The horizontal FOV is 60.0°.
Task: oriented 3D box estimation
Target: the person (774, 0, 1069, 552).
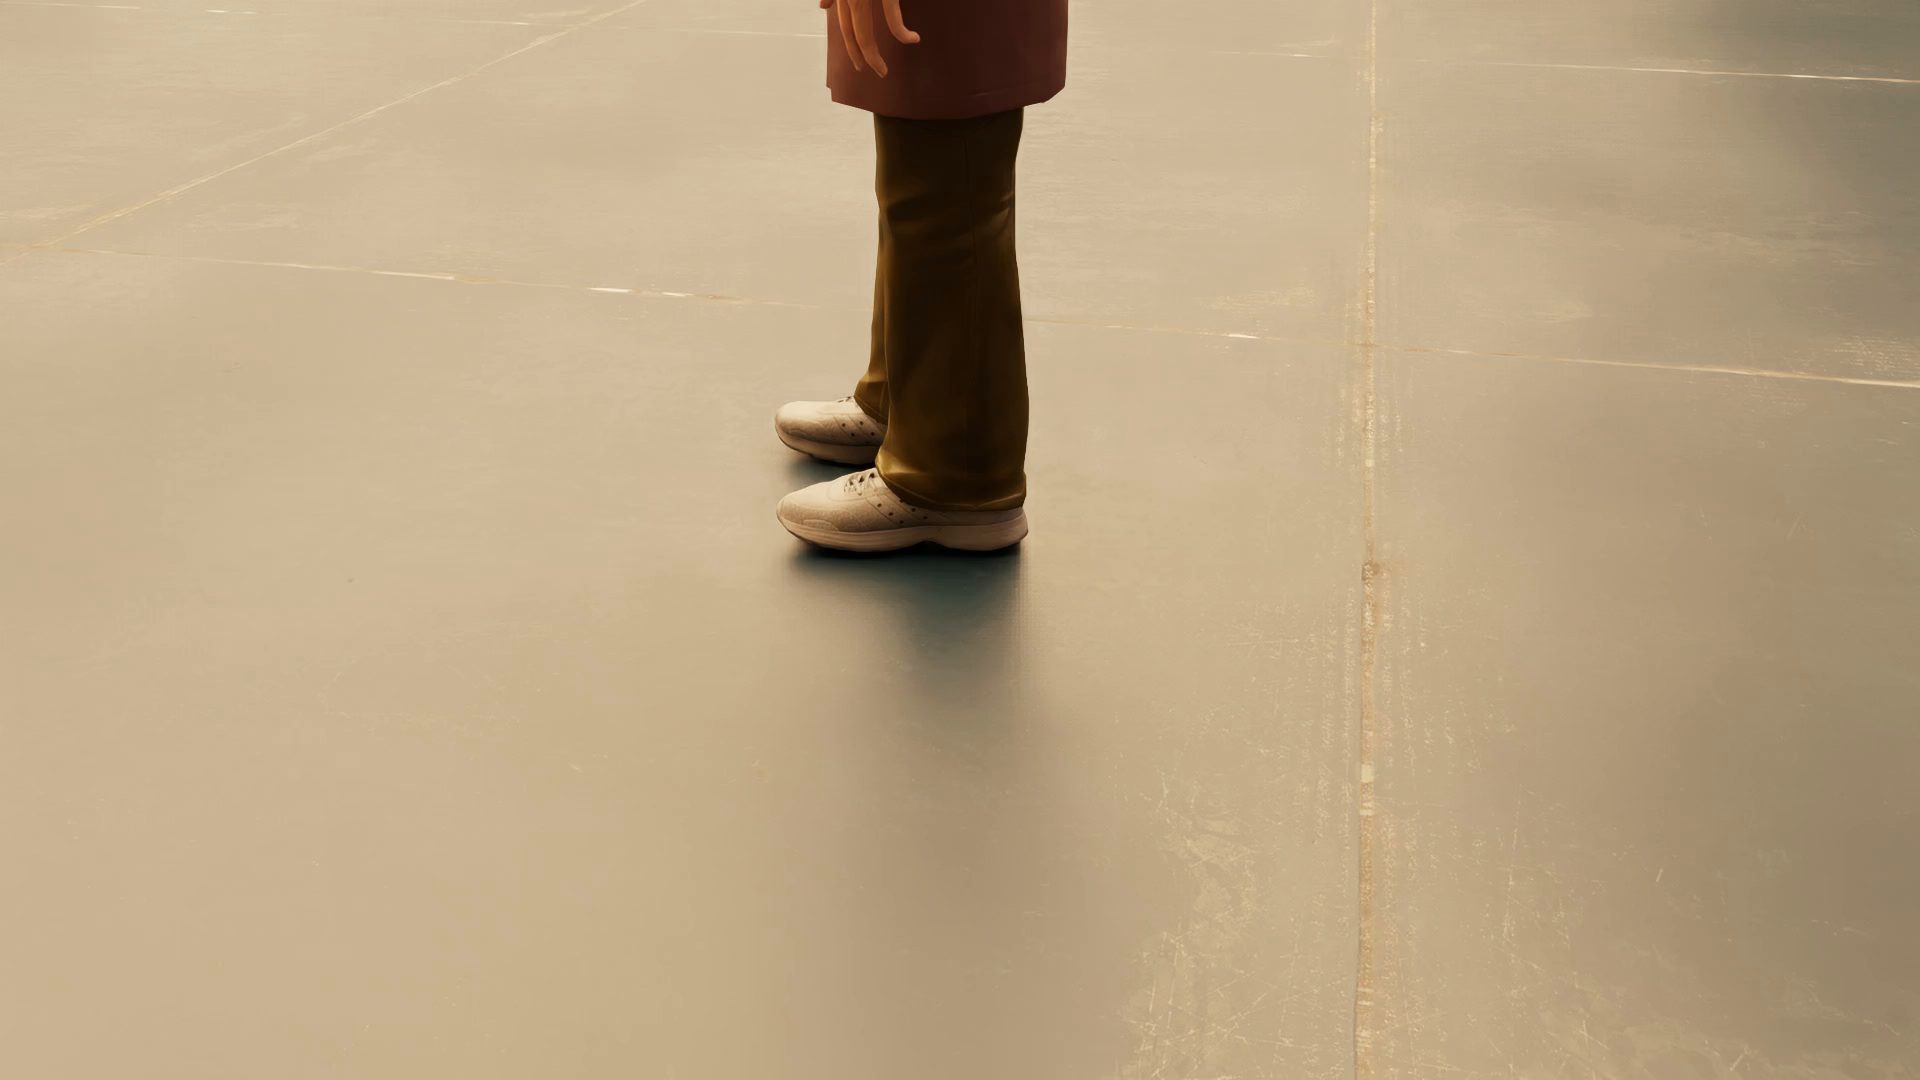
[{"bbox_3d":[-0.087,-0.811,2.118,0.582,1.776,0.694,6,27,11],"label":"person"}]
